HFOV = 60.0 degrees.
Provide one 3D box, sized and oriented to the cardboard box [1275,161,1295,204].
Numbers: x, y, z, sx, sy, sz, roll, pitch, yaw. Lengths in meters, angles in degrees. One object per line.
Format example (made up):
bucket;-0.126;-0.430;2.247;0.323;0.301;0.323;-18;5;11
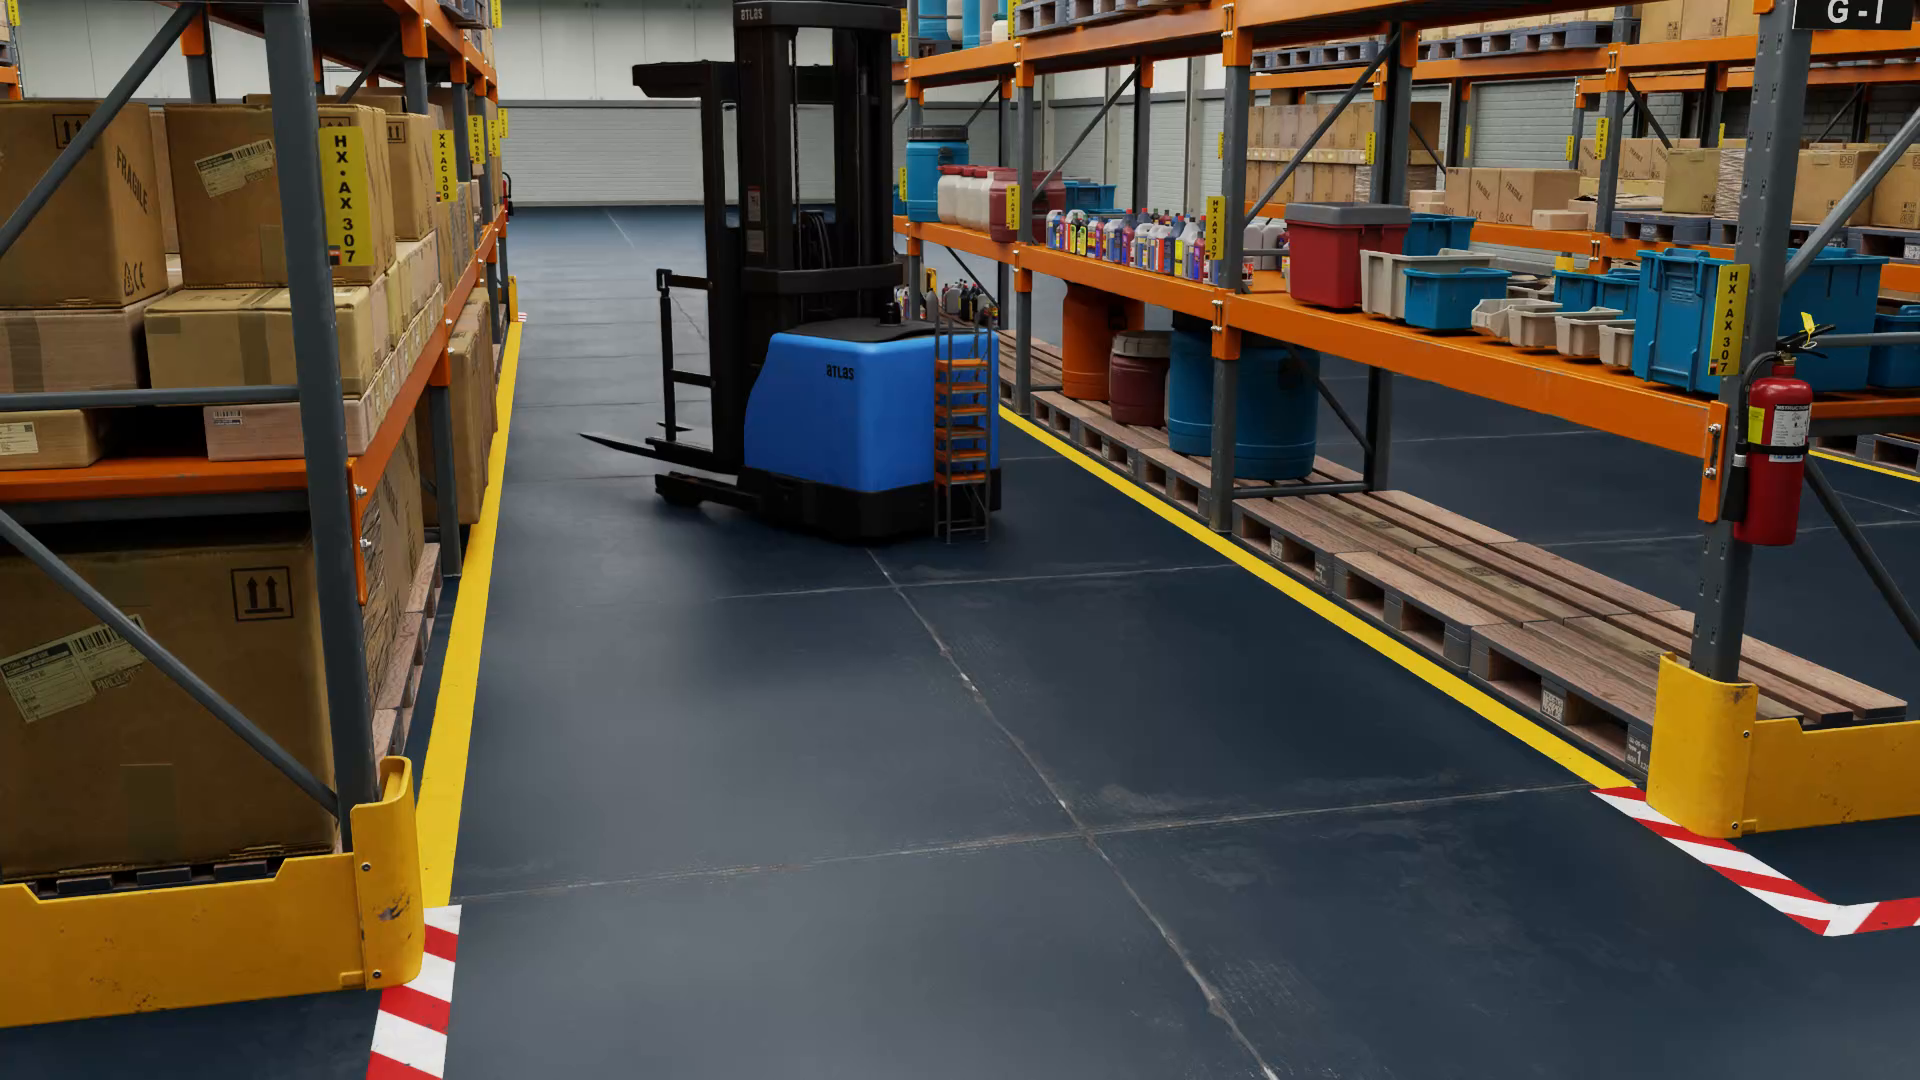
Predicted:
cardboard box;4.204;-4.277;19.902;0.700;0.500;0.500;-3;14;-13

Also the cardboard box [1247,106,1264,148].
cardboard box;3.978;-5.131;20.663;0.700;0.500;0.500;-3;14;-13

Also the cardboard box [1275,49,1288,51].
cardboard box;3.973;-5.898;19.779;0.380;0.149;0.250;-3;14;-13

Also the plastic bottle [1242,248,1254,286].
plastic bottle;1.581;-1.517;9.233;0.097;0.201;0.097;0;14;0

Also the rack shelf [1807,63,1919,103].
rack shelf;10.091;-4.573;16.520;1.077;0.370;4.000;-3;14;-13

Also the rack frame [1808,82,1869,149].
rack frame;9.622;-3.927;18.679;1.000;3.000;0.127;-3;14;-13

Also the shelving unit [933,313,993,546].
shelving unit;0.013;-0.583;8.778;0.258;1.200;0.189;-5;15;-21

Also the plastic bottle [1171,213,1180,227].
plastic bottle;1.550;-2.194;11.858;0.097;0.271;0.097;0;14;0

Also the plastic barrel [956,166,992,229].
plastic barrel;0.175;-3.038;14.756;0.433;0.535;0.433;0;14;0

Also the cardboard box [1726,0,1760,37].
cardboard box;6.124;-3.896;12.024;0.910;0.500;0.500;-3;14;-13

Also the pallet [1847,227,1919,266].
pallet;6.605;-1.901;10.793;1.003;0.211;1.213;-3;14;-13

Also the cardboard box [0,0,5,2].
cardboard box;-10.198;-5.684;17.306;0.380;0.149;0.250;-3;14;-13

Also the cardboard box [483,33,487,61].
cardboard box;-4.809;-4.723;15.932;0.500;0.250;0.500;-3;14;-14

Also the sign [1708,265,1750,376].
sign;2.279;-0.651;4.927;0.100;0.325;0.005;-3;14;-13

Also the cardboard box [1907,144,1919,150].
cardboard box;10.017;-3.790;16.983;0.700;0.500;0.500;-1;14;-5

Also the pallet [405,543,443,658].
pallet;-2.841;0.282;7.330;1.003;0.211;1.213;-3;14;-13

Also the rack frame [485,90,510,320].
rack frame;-5.762;-4.021;19.066;1.000;3.000;0.127;-3;14;-13

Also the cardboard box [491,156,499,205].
cardboard box;-4.952;-3.516;16.161;0.875;0.500;0.500;-3;14;-13

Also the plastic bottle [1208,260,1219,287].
plastic bottle;1.464;-1.542;9.178;0.152;0.276;0.135;-3;14;-13

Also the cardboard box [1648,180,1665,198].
cardboard box;8.854;-4.302;20.491;0.500;0.250;0.500;-3;14;-13

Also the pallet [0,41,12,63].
pallet;-10.423;-5.012;16.986;1.003;0.211;1.213;-3;14;-13

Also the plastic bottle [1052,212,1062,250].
plastic bottle;0.719;-2.243;12.059;0.097;0.271;0.097;0;14;0

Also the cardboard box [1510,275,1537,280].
cardboard box;5.424;-2.478;16.477;0.500;0.311;0.500;-3;14;-13

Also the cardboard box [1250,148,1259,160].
cardboard box;3.815;-4.773;20.565;0.380;0.149;0.250;-4;14;-15

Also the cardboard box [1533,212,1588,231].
cardboard box;5.267;-2.797;14.584;0.380;0.149;0.250;-3;14;-13

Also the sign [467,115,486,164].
sign;-3.345;-2.770;11.504;0.100;0.325;0.005;-3;14;-13

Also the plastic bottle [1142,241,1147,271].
plastic bottle;1.174;-1.762;10.238;0.097;0.201;0.097;0;14;0

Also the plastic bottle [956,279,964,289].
plastic bottle;0.018;-2.695;18.293;0.144;0.351;0.185;-3;14;-11

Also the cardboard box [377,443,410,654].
cardboard box;-2.655;-0.060;6.446;0.875;0.875;0.875;-3;14;-13

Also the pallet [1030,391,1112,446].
pallet;1.157;-0.917;12.238;1.003;0.211;1.213;-3;14;-13

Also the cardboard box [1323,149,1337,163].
cardboard box;4.298;-4.299;18.626;0.380;0.149;0.250;-3;14;-13

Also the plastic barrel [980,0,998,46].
plastic barrel;0.476;-4.819;14.955;0.600;0.901;0.600;0;14;0

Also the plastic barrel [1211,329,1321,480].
plastic barrel;1.759;-0.840;9.581;0.600;0.901;0.708;-3;14;-13

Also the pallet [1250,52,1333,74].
pallet;4.009;-5.822;20.303;1.003;0.211;1.213;-3;14;-13

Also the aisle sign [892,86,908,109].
aisle sign;-0.676;-5.593;20.023;0.394;0.787;0.004;-3;14;-13

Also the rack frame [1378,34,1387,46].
rack frame;4.807;-6.564;16.833;1.000;3.000;0.127;-3;14;-13

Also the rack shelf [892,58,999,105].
rack shelf;-0.478;-4.943;18.037;1.077;0.370;4.000;-3;14;-13

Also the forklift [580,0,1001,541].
forklift;-1.167;-1.700;9.708;3.031;2.935;1.130;13;19;43

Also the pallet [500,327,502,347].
pallet;-5.015;-1.897;16.246;1.003;0.211;1.213;-3;14;-13

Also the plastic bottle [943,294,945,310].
plastic bottle;-0.142;-2.649;18.420;0.097;0.201;0.097;0;14;0

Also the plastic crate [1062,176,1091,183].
plastic crate;0.849;-2.873;14.230;0.402;0.464;0.583;-3;14;-13

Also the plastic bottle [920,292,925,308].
plastic bottle;-0.440;-2.434;17.223;0.144;0.351;0.185;-4;14;-15

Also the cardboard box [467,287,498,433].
cardboard box;-3.742;-1.187;11.058;1.225;0.875;0.875;-4;14;-16

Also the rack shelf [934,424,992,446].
rack shelf;0.013;-0.540;8.789;0.258;0.103;0.180;-5;15;-21

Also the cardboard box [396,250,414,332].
cardboard box;-2.225;-0.883;5.911;0.500;0.250;0.500;-4;14;-14

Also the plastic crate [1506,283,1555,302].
plastic crate;2.572;-1.045;7.313;0.293;0.136;0.466;-3;14;-13

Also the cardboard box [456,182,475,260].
cardboard box;-3.527;-2.124;11.090;0.500;0.500;0.500;-3;14;-11

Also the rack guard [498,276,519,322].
rack guard;-5.744;-2.789;19.291;1.175;0.500;0.348;-3;14;-13

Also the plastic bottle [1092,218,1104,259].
plastic bottle;0.936;-2.030;11.186;0.097;0.271;0.097;0;14;0

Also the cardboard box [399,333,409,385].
cardboard box;-2.071;-0.605;5.612;0.380;0.149;0.250;-3;14;-14

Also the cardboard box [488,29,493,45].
cardboard box;-5.194;-5.372;17.752;0.380;0.149;0.250;-3;14;-13

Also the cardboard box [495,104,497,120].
cardboard box;-5.393;-4.587;18.437;0.500;0.500;0.500;-3;14;-13

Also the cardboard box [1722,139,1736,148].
cardboard box;9.087;-4.434;19.451;0.500;0.500;0.500;-3;14;-14

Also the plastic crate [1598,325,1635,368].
plastic crate;2.442;-0.685;5.841;0.396;0.136;0.243;-3;14;-13

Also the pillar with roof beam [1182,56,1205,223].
pillar with roof beam;1.275;-11.563;37.295;9.100;9.000;0.400;-3;14;-13

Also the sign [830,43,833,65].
sign;-1.484;-5.729;19.717;0.100;0.325;0.005;-3;14;-13

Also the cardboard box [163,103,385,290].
cardboard box;-1.972;-1.007;4.838;0.500;0.500;0.500;-4;14;-15

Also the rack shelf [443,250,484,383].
rack shelf;-3.414;-1.365;9.709;1.077;0.370;4.000;-3;14;-13

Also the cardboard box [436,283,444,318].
cardboard box;-2.554;-1.079;7.551;0.380;0.149;0.250;-3;14;-13
